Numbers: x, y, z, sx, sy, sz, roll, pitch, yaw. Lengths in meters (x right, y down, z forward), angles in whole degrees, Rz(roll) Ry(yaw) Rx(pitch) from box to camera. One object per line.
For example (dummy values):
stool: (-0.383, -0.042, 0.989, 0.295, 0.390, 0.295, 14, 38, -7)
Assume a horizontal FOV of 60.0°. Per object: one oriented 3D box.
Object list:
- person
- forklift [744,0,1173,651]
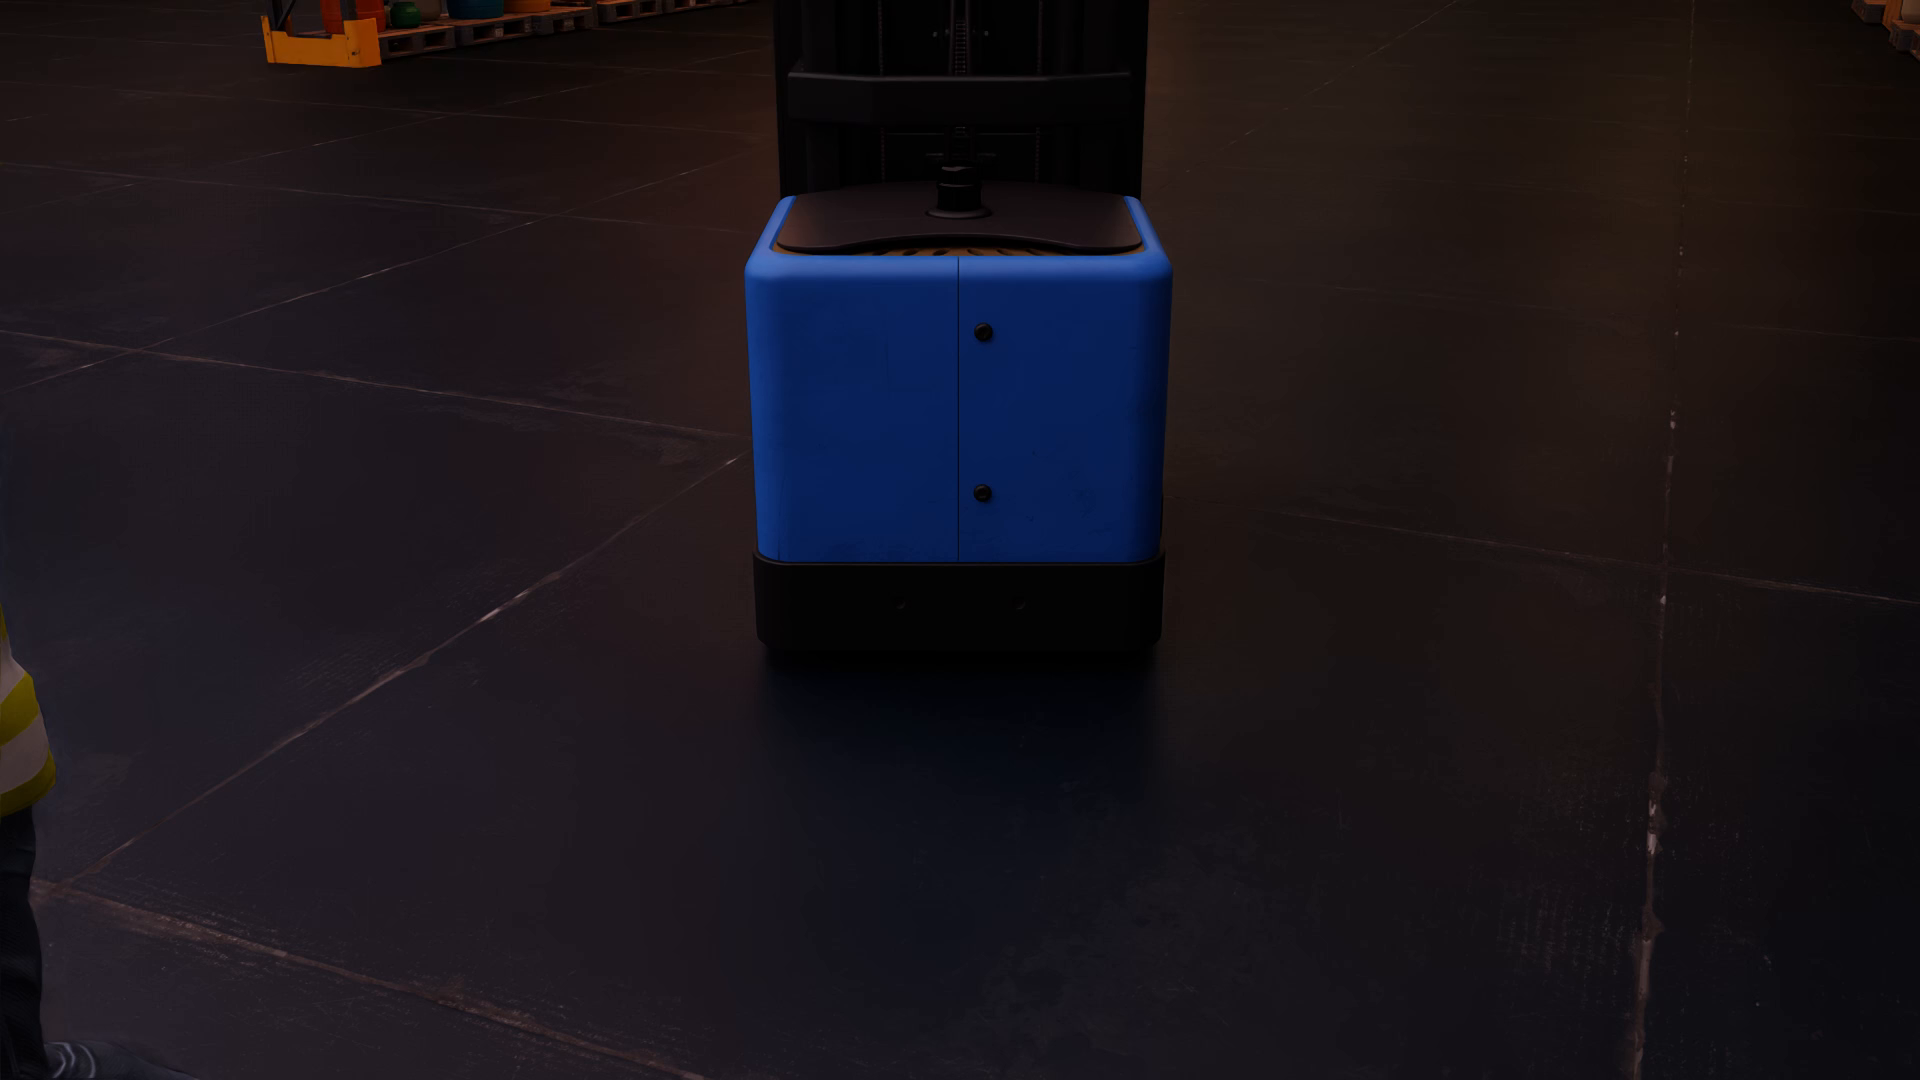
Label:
person: (-1.379, 0.313, 2.084, 0.968, 1.743, 0.731, 17, 28, 35)
forklift: (0.002, -1.587, 5.089, 1.130, 2.935, 3.031, 0, 23, 0)
